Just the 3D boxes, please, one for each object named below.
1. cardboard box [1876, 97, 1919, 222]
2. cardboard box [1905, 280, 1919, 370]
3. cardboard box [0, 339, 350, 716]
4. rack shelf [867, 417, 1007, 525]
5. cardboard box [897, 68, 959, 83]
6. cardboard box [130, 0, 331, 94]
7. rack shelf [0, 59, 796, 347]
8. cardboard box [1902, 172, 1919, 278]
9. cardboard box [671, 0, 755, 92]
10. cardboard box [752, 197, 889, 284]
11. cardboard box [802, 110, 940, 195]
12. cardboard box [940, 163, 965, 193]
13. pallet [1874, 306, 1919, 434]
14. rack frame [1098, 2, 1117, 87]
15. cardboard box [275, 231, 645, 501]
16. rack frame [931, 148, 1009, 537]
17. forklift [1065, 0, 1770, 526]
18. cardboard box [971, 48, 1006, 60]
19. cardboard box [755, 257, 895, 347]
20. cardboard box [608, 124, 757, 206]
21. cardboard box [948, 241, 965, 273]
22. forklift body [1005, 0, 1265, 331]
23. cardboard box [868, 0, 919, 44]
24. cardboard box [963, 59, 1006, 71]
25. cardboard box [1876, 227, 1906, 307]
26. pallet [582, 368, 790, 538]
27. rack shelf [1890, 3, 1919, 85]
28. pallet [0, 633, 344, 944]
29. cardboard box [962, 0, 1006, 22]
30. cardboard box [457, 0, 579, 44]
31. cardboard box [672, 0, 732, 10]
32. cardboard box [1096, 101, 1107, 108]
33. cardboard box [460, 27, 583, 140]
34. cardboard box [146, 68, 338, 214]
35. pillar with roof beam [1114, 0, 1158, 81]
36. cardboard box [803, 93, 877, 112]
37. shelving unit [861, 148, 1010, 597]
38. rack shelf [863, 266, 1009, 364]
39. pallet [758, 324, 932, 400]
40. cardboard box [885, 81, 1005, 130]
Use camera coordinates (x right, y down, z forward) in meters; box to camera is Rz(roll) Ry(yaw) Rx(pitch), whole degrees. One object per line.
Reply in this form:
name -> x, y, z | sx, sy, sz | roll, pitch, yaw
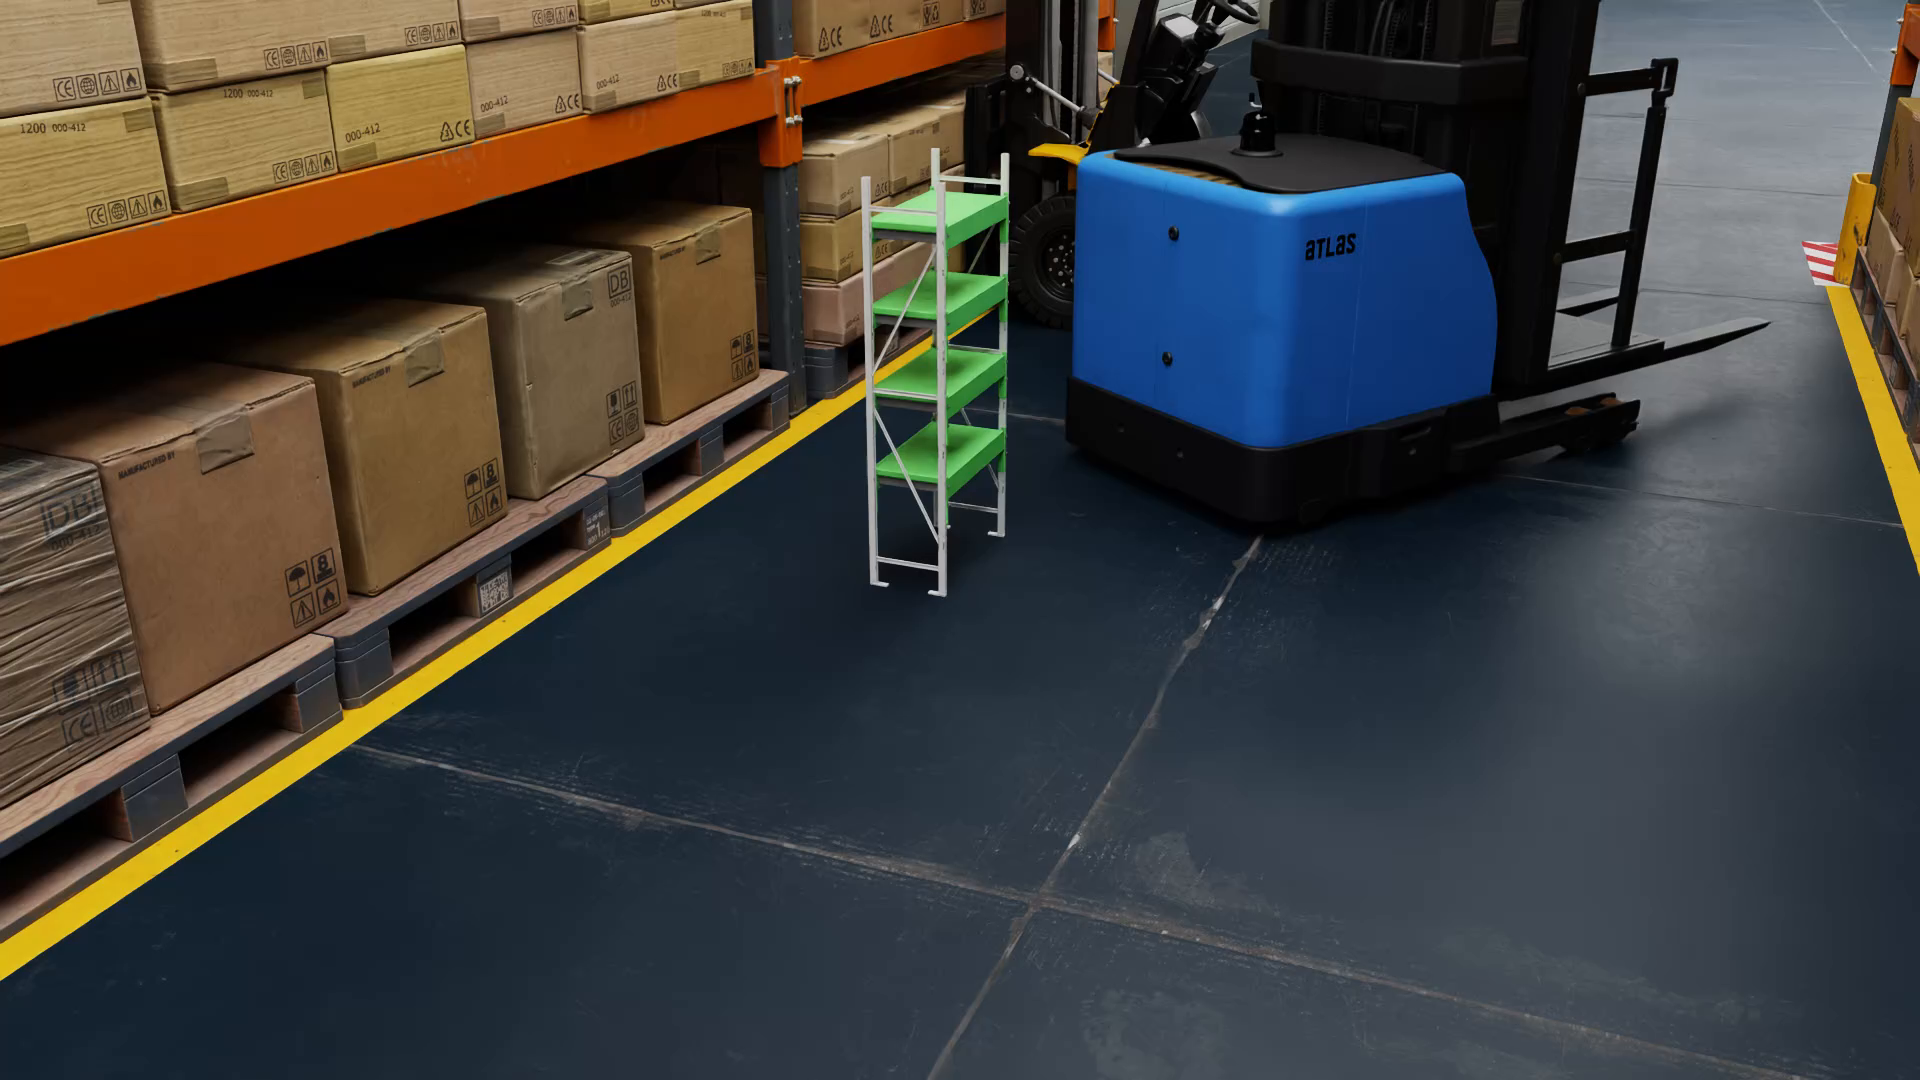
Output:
cardboard box -> 4.451, -1.677, 7.423 | 0.500, 0.500, 0.500 | 8, 24, 18
cardboard box -> 3.881, -0.781, 6.250 | 0.500, 0.250, 0.500 | 9, 24, 21
cardboard box -> -2.086, -0.065, 4.049 | 0.875, 0.625, 0.625 | 10, 25, 22
rack shelf -> -0.061, -0.214, 4.994 | 0.258, 0.148, 0.480 | 9, 24, 20
cardboard box -> -0.327, -2.258, 8.489 | 0.500, 0.250, 0.500 | 9, 24, 20
cardboard box -> -1.776, -1.159, 3.680 | 0.500, 0.250, 0.500 | 8, 24, 19
rack shelf -> -1.823, -0.894, 4.432 | 1.077, 0.370, 4.000 | 9, 24, 20
cardboard box -> 4.067, -1.311, 6.547 | 0.500, 0.500, 0.500 | 9, 24, 21
cardboard box -> -1.025, -1.655, 5.514 | 0.500, 0.250, 0.500 | 9, 24, 21
cardboard box -> -0.614, -1.226, 6.668 | 0.500, 0.250, 0.500 | 9, 24, 20
cardboard box -> -0.410, -1.638, 7.005 | 0.500, 0.250, 0.500 | 9, 24, 20
cardboard box -> -0.231, -1.585, 7.527 | 0.500, 0.250, 0.500 | 9, 24, 20
pallet -> 4.198, -0.629, 6.483 | 1.003, 0.211, 1.213 | 9, 24, 20
rack frame -> 0.405, -3.373, 9.434 | 1.000, 3.000, 0.127 | 9, 24, 20
cardboard box -> -1.559, -0.575, 5.271 | 0.875, 0.625, 0.625 | 9, 24, 20
rack frame -> 0.029, -0.582, 5.086 | 0.240, 1.200, 0.015 | 9, 24, 20
forklift -> 1.882, -1.820, 5.804 | 3.031, 2.935, 1.130 | -15, 27, -31
cardboard box -> 0.051, -2.615, 9.343 | 0.500, 0.250, 0.500 | 8, 24, 19
cardboard box -> -0.593, -0.992, 6.757 | 0.500, 0.250, 0.500 | 9, 24, 21
cardboard box -> -1.077, -1.532, 6.751 | 0.500, 0.250, 0.500 | 9, 24, 21
cardboard box -> -0.243, -1.362, 7.643 | 0.500, 0.250, 0.500 | 9, 24, 21
forklift body -> 1.395, -2.042, 7.348 | 2.313, 2.155, 1.214 | 9, 24, 20
cardboard box -> -0.495, -2.298, 6.730 | 0.500, 0.500, 0.500 | 9, 24, 21
cardboard box -> 0.340, -2.367, 8.749 | 0.500, 0.250, 0.500 | 9, 24, 21
cardboard box -> 4.262, -1.158, 7.154 | 0.500, 0.250, 0.500 | 10, 25, 22
pallet -> -1.318, -0.386, 5.900 | 1.003, 0.211, 1.213 | 9, 24, 20
rack shelf -> 4.273, -1.616, 6.161 | 1.077, 0.370, 4.000 | 9, 24, 20
pallet -> -2.224, 0.487, 3.809 | 1.003, 0.211, 1.213 | 9, 24, 20
cardboard box -> -0.101, -2.656, 7.588 | 0.500, 0.500, 0.500 | 9, 24, 20
cardboard box -> -1.405, -1.524, 4.552 | 0.500, 0.250, 0.500 | 9, 24, 21
cardboard box -> -1.025, -1.891, 5.431 | 0.500, 0.250, 0.500 | 8, 24, 19
cardboard box -> 0.515, -2.310, 9.262 | 0.500, 0.250, 0.500 | 8, 24, 19
cardboard box -> -1.419, -1.301, 4.667 | 0.500, 0.250, 0.500 | 9, 24, 20
cardboard box -> -1.798, -0.930, 3.778 | 0.500, 0.250, 0.500 | 8, 24, 18
pillar with roof beam -> 5.536, -7.552, 11.655 | 9.100, 9.000, 0.400 | 9, 24, 20
cardboard box -> -0.702, -1.895, 7.619 | 0.500, 0.250, 0.500 | 9, 24, 20
shelving unit -> -0.061, -0.494, 4.877 | 0.258, 1.200, 0.503 | 9, 24, 20
rack shelf -> -0.061, -0.657, 4.809 | 0.258, 0.148, 0.480 | 9, 24, 20
pallet -> -0.746, -0.934, 7.211 | 1.003, 0.211, 1.213 | 9, 24, 20
cardboard box -> -0.034, -2.004, 7.882 | 0.500, 0.250, 0.500 | 8, 24, 19
